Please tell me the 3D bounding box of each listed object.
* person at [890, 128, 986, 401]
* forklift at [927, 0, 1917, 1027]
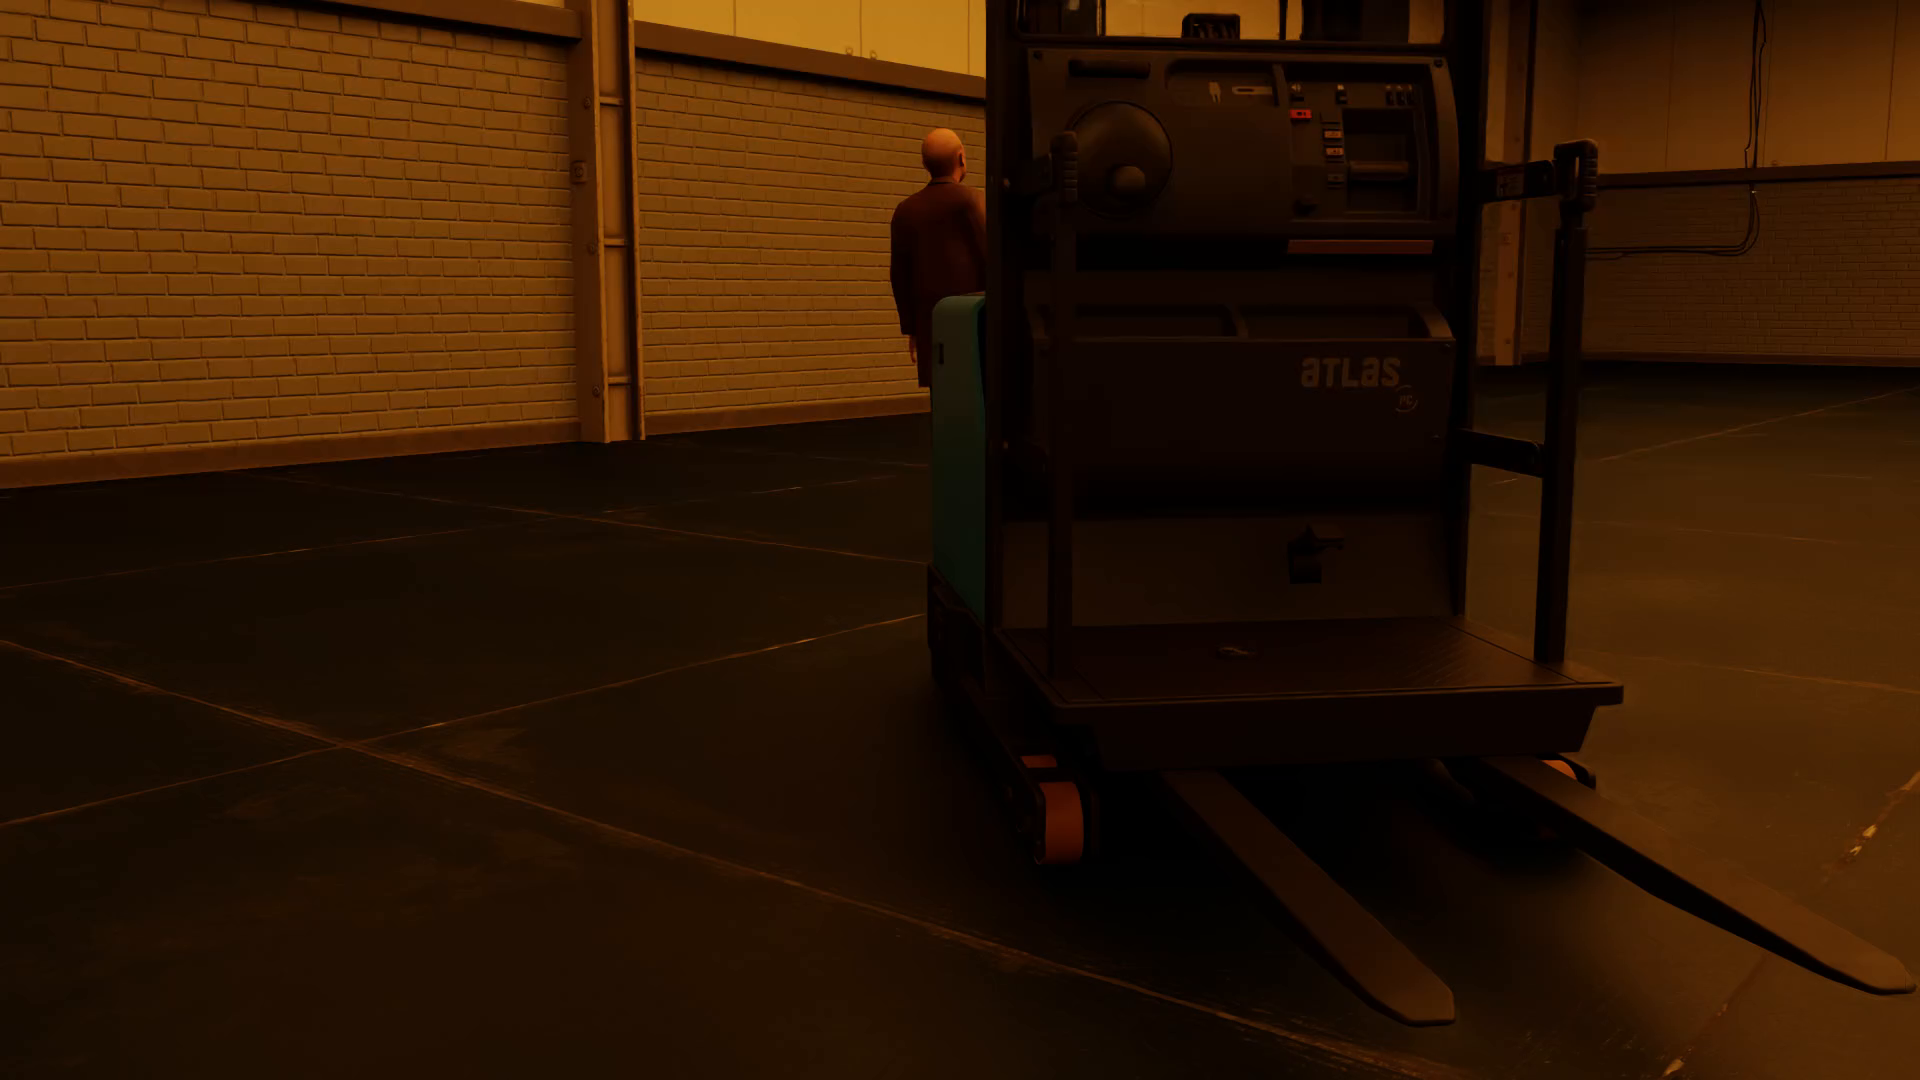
[{"bbox_3d":[0.061,-0.896,7.344,0.696,1.777,0.579,7,11,38],"label":"person"},{"bbox_3d":[0.636,-0.883,3.317,1.130,2.935,3.031,-1,8,-8],"label":"forklift"}]
